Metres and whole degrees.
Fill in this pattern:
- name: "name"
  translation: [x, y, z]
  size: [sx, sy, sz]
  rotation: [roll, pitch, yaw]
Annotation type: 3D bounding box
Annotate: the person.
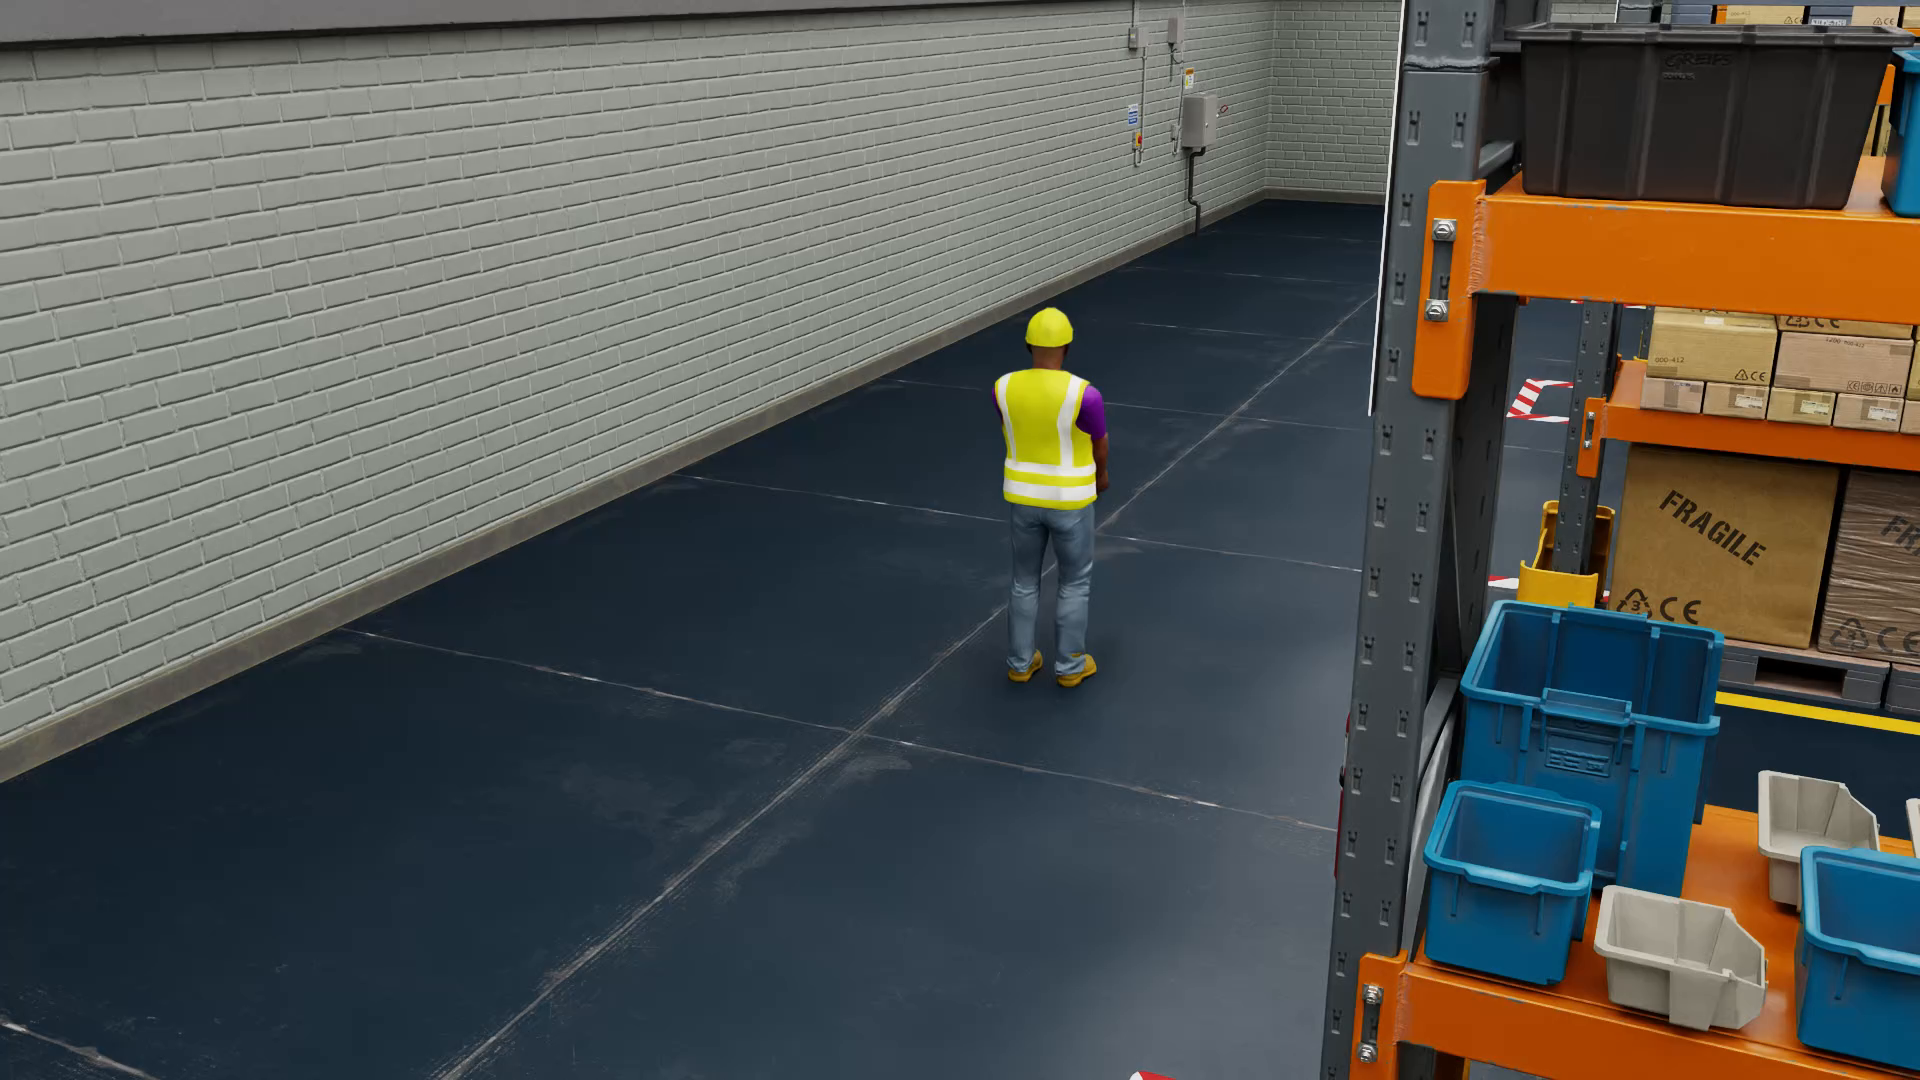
- name: "person"
  translation: [0.443, -0.213, 7.650]
  size: [0.505, 1.763, 0.567]
  rotation: [8, 21, 23]
